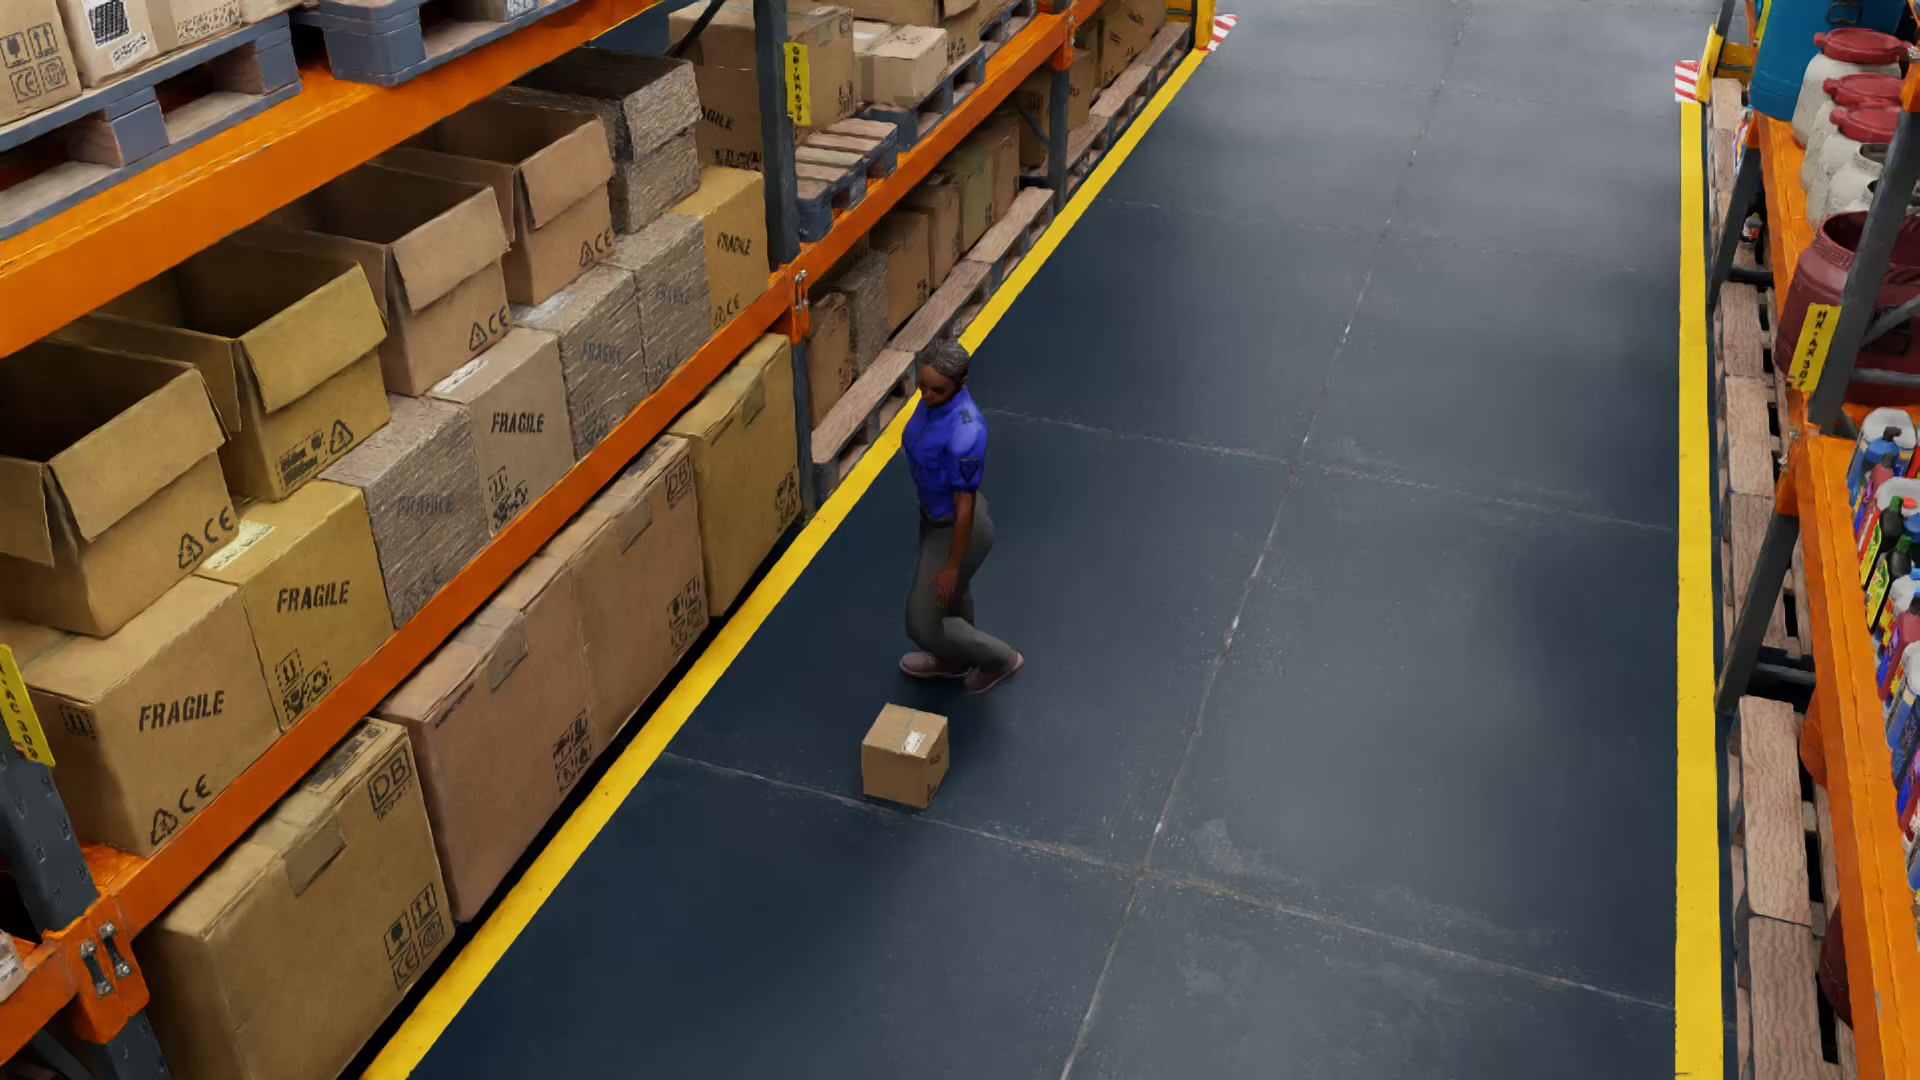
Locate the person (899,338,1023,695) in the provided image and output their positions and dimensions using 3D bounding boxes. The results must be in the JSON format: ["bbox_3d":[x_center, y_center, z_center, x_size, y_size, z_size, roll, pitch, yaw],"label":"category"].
[{"bbox_3d":[-0.003,-0.048,6.202,0.475,1.639,0.564,-6,34,-10],"label":"person"}]
